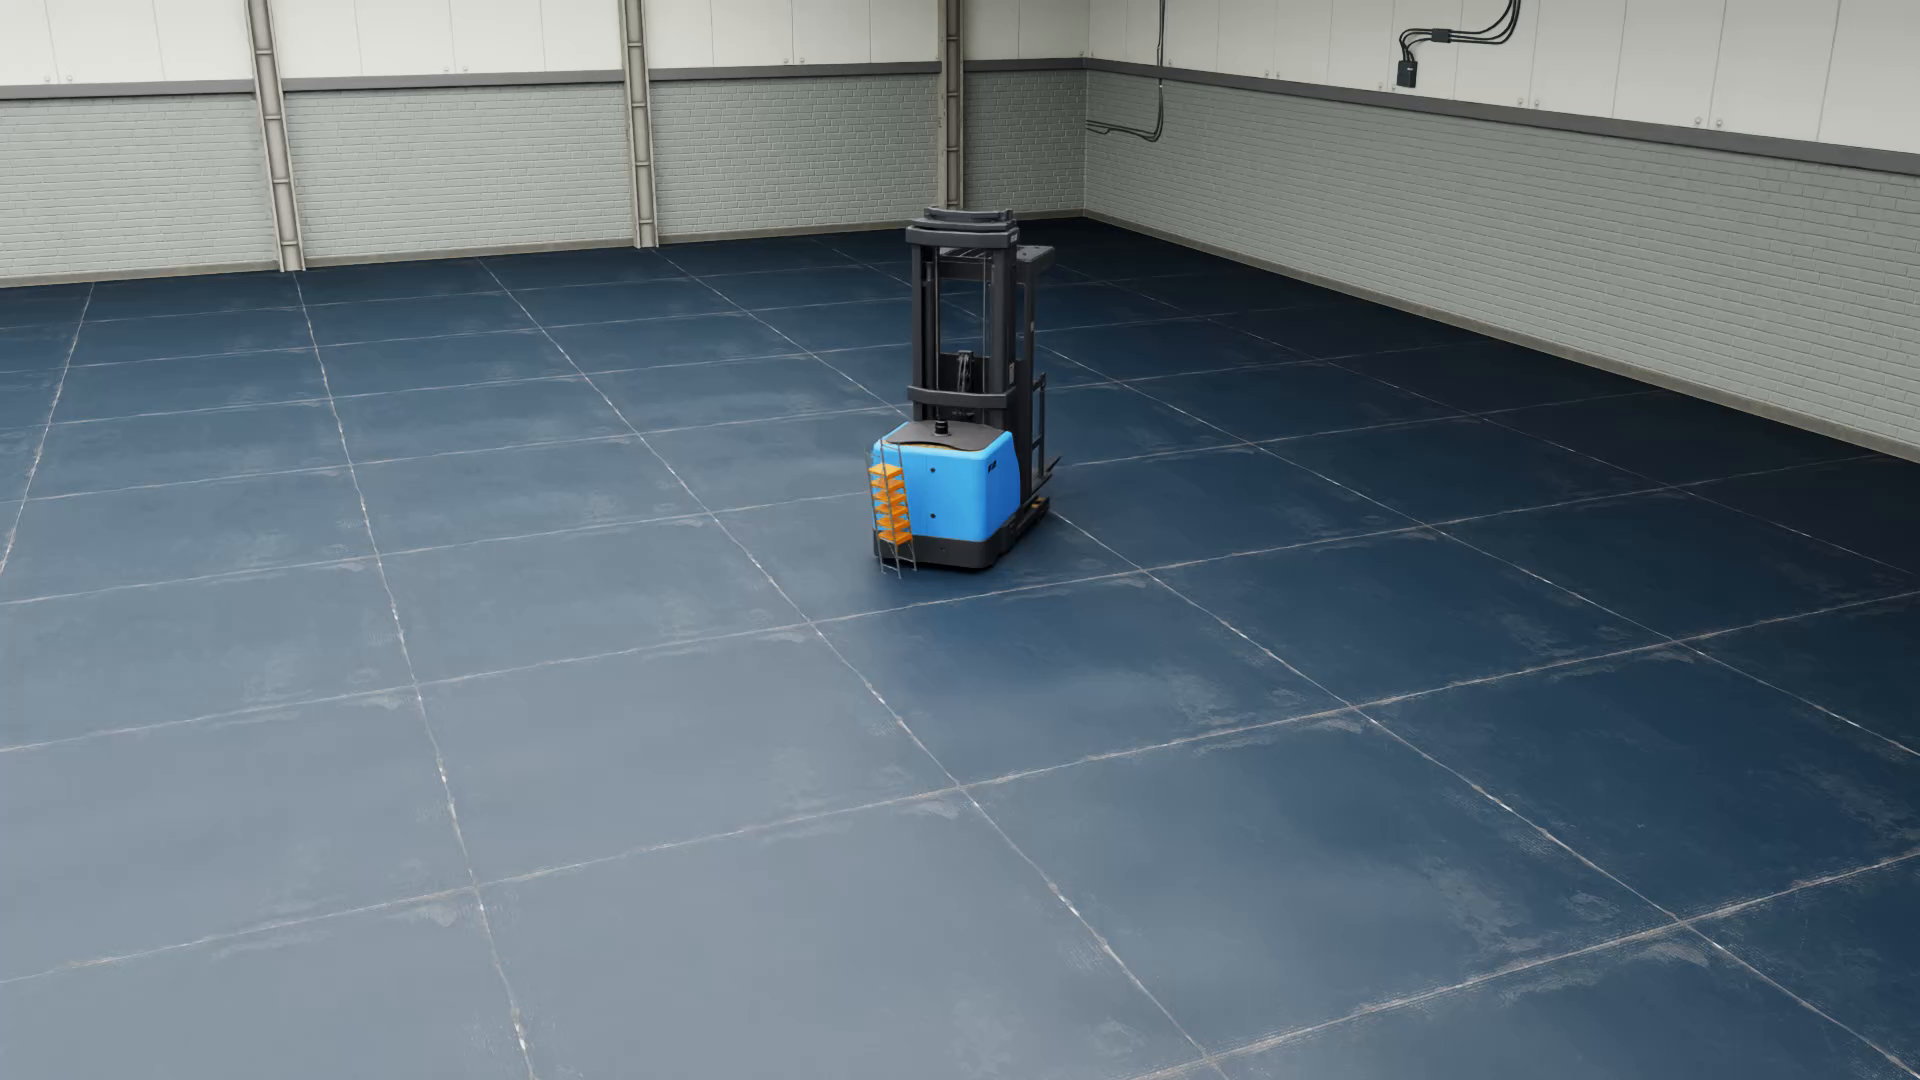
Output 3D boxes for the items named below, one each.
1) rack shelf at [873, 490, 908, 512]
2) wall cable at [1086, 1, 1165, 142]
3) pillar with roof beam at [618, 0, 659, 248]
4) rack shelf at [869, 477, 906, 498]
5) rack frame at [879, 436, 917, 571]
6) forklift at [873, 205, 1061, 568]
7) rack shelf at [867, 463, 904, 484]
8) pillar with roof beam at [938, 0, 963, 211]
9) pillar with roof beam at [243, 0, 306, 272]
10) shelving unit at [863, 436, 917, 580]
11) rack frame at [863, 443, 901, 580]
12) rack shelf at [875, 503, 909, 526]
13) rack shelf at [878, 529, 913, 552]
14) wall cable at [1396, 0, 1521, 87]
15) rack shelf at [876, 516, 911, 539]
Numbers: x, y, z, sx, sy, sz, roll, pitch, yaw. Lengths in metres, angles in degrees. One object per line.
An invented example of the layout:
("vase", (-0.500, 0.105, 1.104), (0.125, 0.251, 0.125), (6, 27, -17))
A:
("rack shelf", (-0.593, -0.334, 13.915), (0.180, 0.103, 0.258), (-28, 32, -37))
("wall cable", (3.050, -8.880, 31.367), (0.112, 2.526, 3.097), (-8, 21, -22))
("pillar with roof beam", (-3.983, -8.258, 24.926), (0.400, 9.000, 9.100), (-8, 21, -22))
("rack shelf", (-0.606, -0.442, 13.863), (0.180, 0.103, 0.258), (-28, 32, -37))
("rack frame", (-0.519, -0.300, 14.002), (0.006, 1.200, 0.240), (-28, 32, -37))
("forklift", (0.206, -1.596, 15.142), (1.130, 2.935, 3.031), (7, 20, 18))
("rack shelf", (-0.619, -0.549, 13.812), (0.180, 0.103, 0.258), (-28, 32, -37))
("pillar with roof beam", (1.527, -9.047, 27.167), (0.400, 9.000, 9.100), (-8, 21, -22))
("pillar with roof beam", (-9.492, -7.469, 22.684), (0.400, 9.000, 9.100), (-8, 21, -22))
("shelving unit", (-0.584, -0.266, 13.947), (0.189, 1.200, 0.258), (-28, 32, -37))
("rack frame", (-0.649, -0.232, 13.892), (0.006, 1.200, 0.240), (-28, 32, -37))
("rack shelf", (-0.579, -0.226, 13.966), (0.180, 0.103, 0.258), (-28, 32, -37))
("rack shelf", (-0.553, -0.011, 14.069), (0.180, 0.103, 0.258), (-28, 32, -37))
("wall cable", (6.796, -9.051, 22.058), (0.169, 6.003, 2.305), (-8, 21, -22))
("rack shelf", (-0.566, -0.119, 14.017), (0.180, 0.103, 0.258), (-28, 32, -37))
